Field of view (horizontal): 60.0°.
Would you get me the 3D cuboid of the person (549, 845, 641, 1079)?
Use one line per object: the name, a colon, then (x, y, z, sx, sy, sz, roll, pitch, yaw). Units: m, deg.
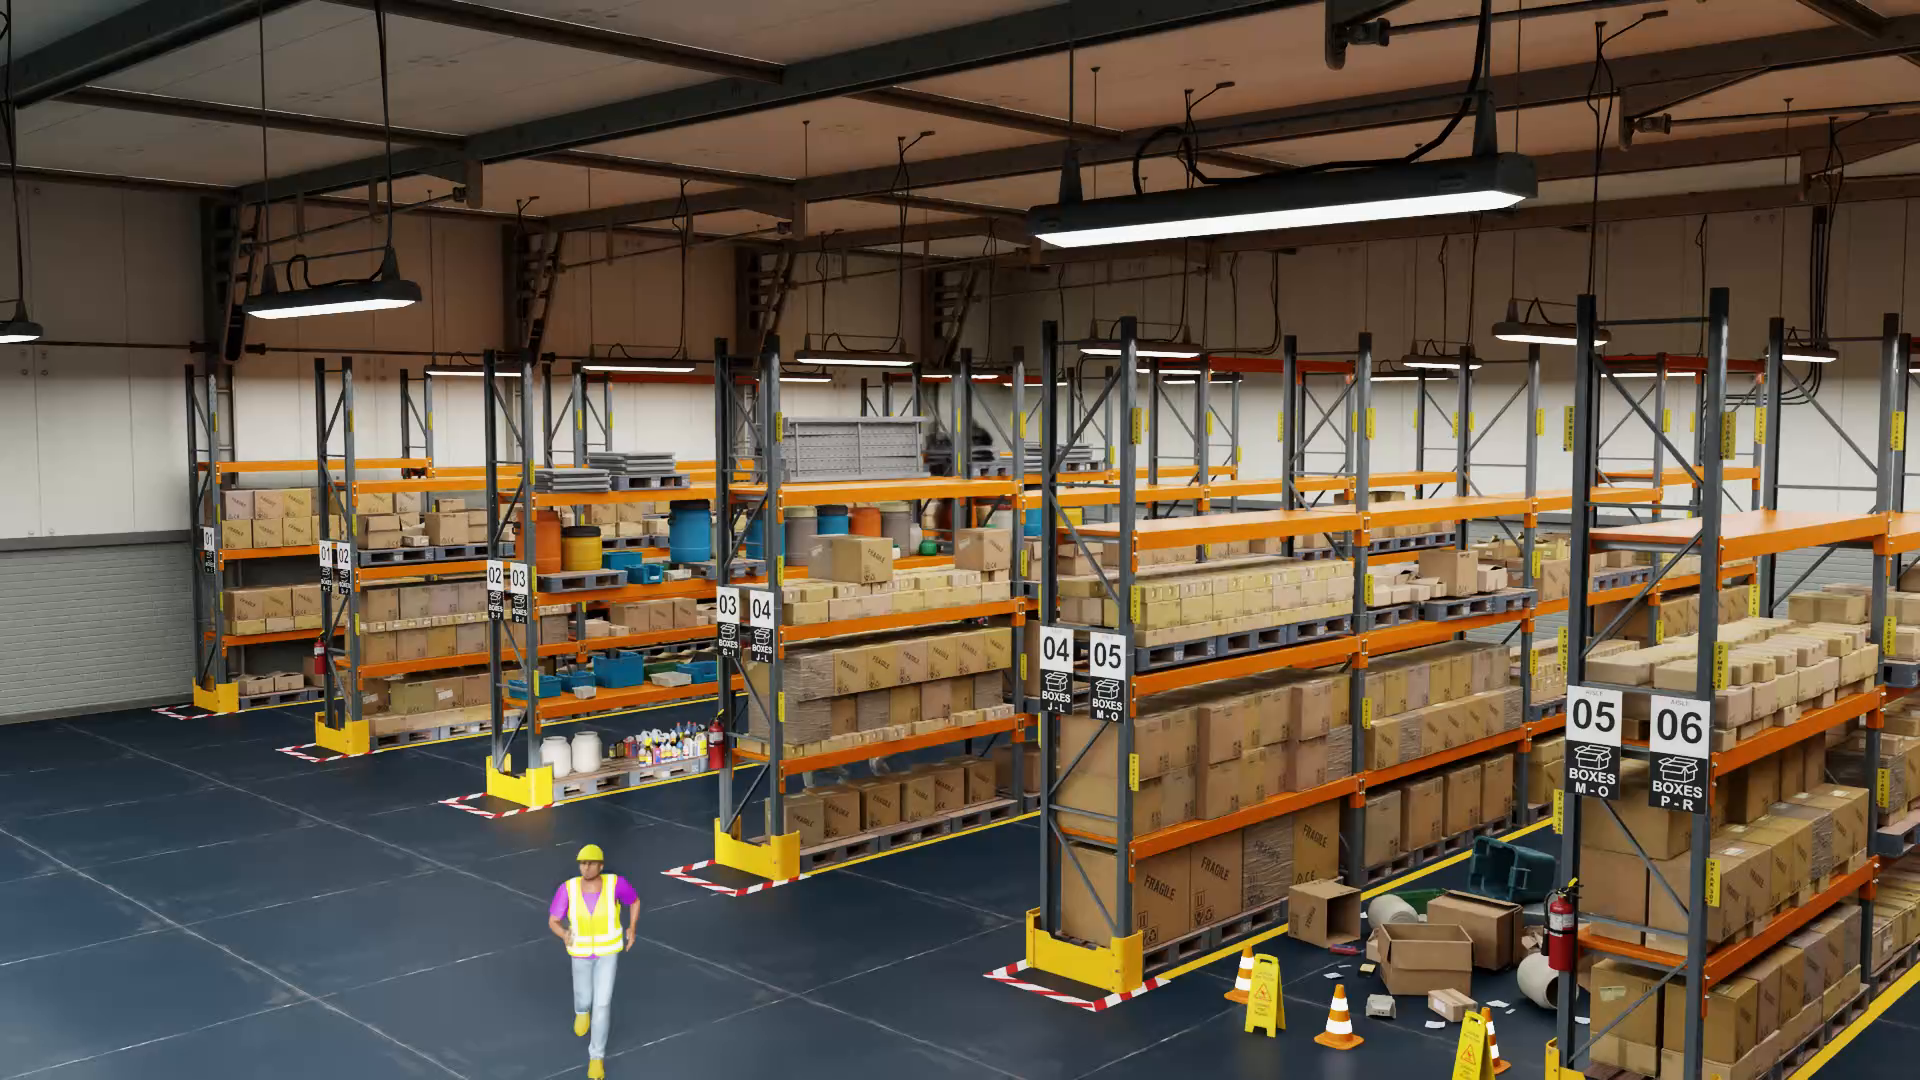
person: (-2.903, 3.276, 13.230, 0.709, 1.769, 0.954, -1, 4, -7)

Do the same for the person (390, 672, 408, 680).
person: (-9.449, 2.138, 28.099, 0.686, 1.743, 0.581, 3, 6, 38)

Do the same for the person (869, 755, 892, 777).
person: (-1.079, 2.647, 22.166, 0.591, 1.638, 0.576, 4, 6, 40)

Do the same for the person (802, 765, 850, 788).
person: (-1.848, 2.647, 22.152, 0.597, 1.673, 0.828, 4, 6, 39)
